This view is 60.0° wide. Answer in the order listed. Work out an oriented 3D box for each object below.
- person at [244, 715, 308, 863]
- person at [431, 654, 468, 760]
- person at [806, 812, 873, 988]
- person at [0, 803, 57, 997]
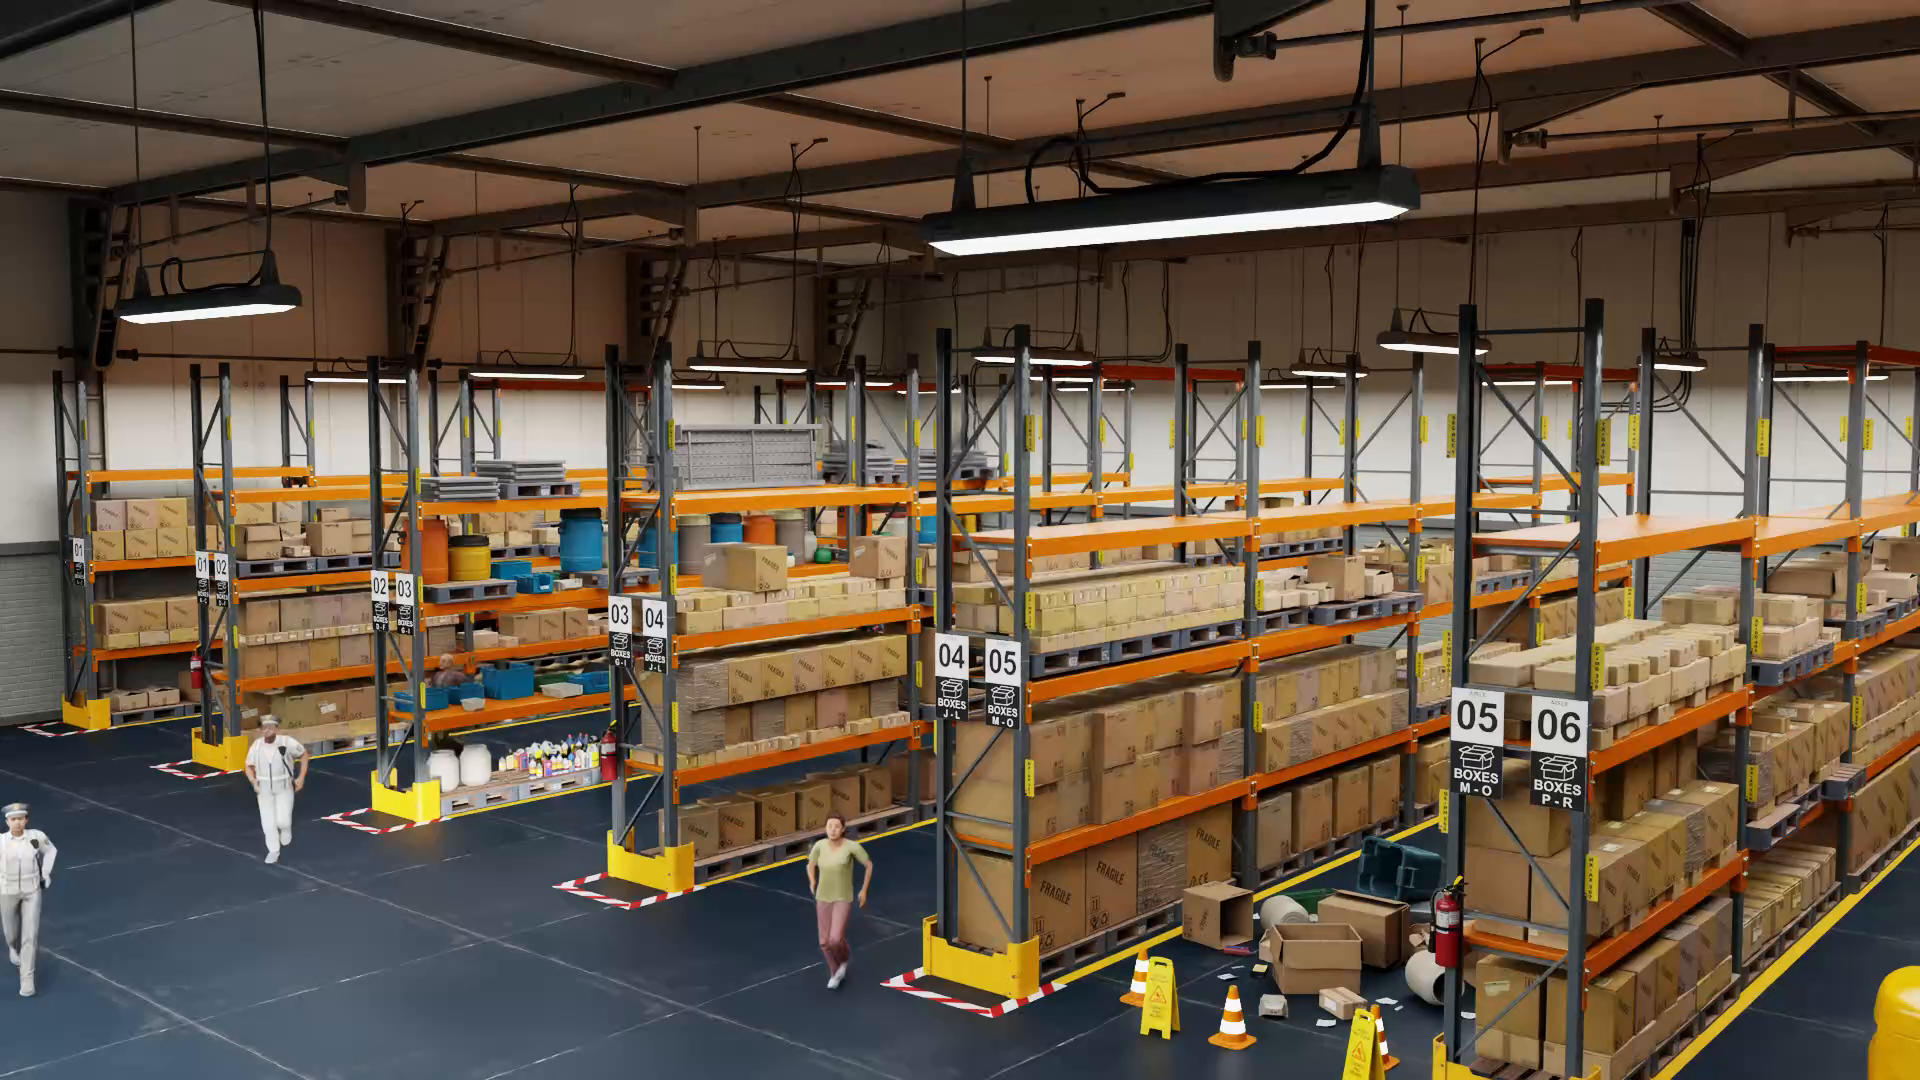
[{"bbox_3d":[-8.014,2.898,19.463,0.686,1.747,0.606,-1,4,-10],"label":"person"},{"bbox_3d":[-7.563,2.535,24.416,0.705,1.727,0.660,2,5,30],"label":"person"},{"bbox_3d":[-1.121,3.282,15.066,0.596,1.609,0.558,1,4,14],"label":"person"},{"bbox_3d":[-8.573,3.223,15.181,0.616,1.688,0.901,-2,5,-31],"label":"person"}]
